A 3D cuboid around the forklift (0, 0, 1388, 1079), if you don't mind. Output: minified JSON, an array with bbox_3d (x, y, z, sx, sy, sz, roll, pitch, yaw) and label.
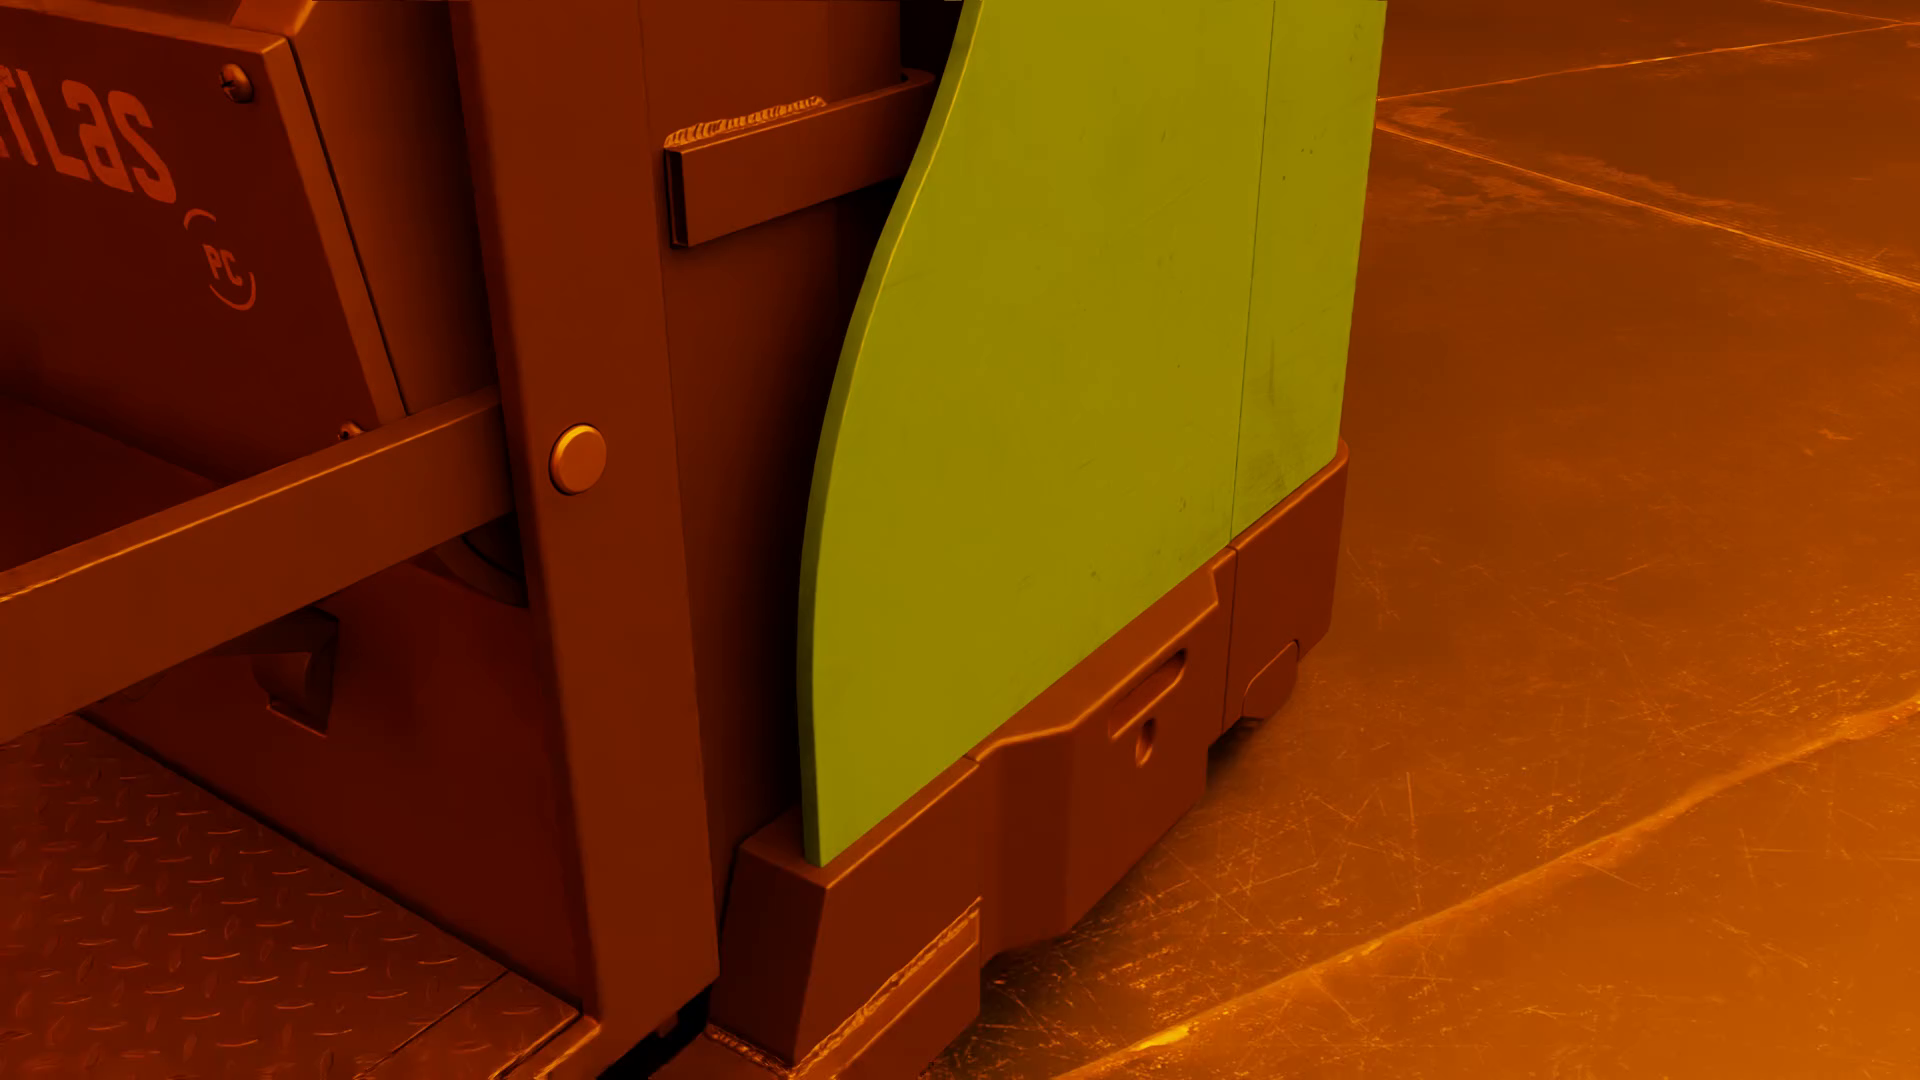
[{"bbox_3d":[-0.789,-0.739,0.716,1.130,2.935,3.031,18,32,31],"label":"forklift"}]
